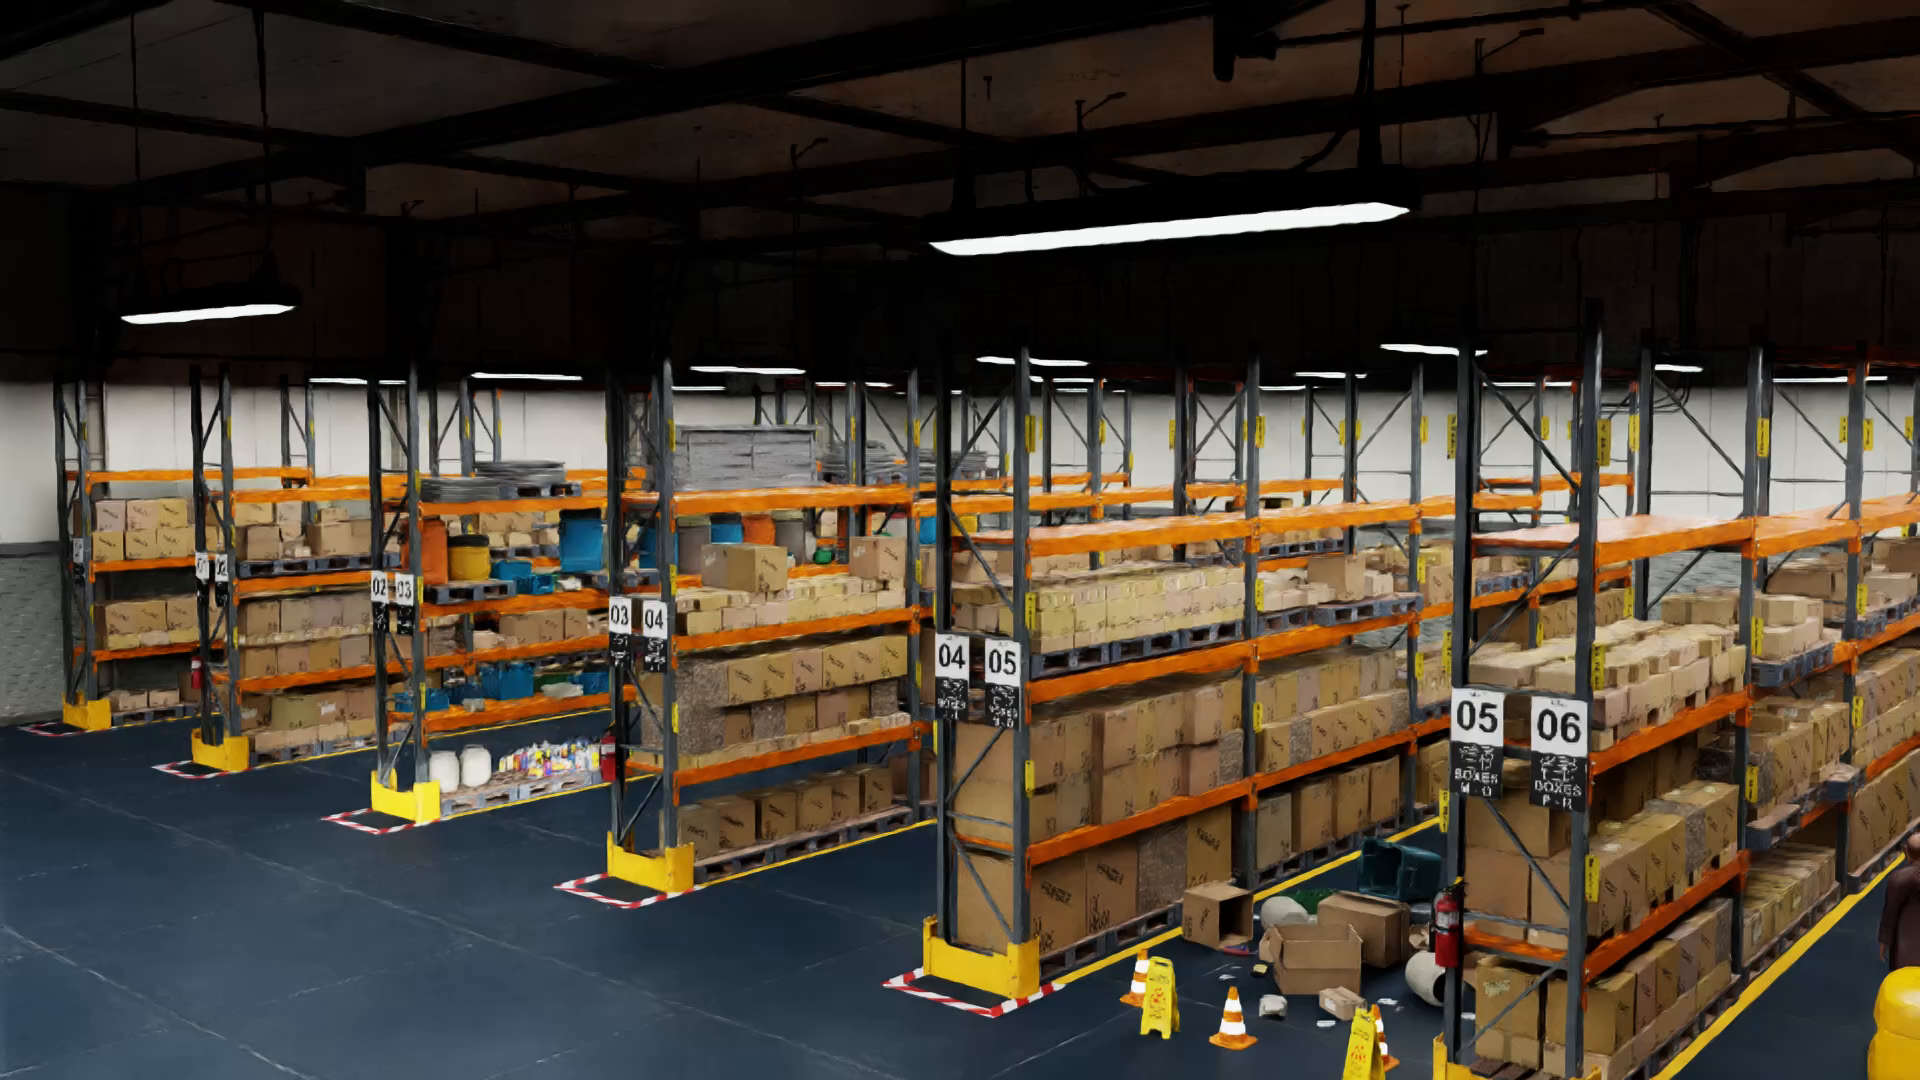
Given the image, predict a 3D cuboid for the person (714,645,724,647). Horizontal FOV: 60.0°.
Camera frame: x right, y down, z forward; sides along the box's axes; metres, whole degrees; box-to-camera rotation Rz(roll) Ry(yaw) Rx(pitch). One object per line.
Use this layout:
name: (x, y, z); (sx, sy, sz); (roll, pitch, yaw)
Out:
person: (-4.427, 2.088, 30.341); (0.571, 1.656, 0.852); (3, 5, 32)

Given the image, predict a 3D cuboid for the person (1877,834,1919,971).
person: (7.789, 3.275, 13.623); (0.677, 1.775, 0.636); (-1, 4, -19)
